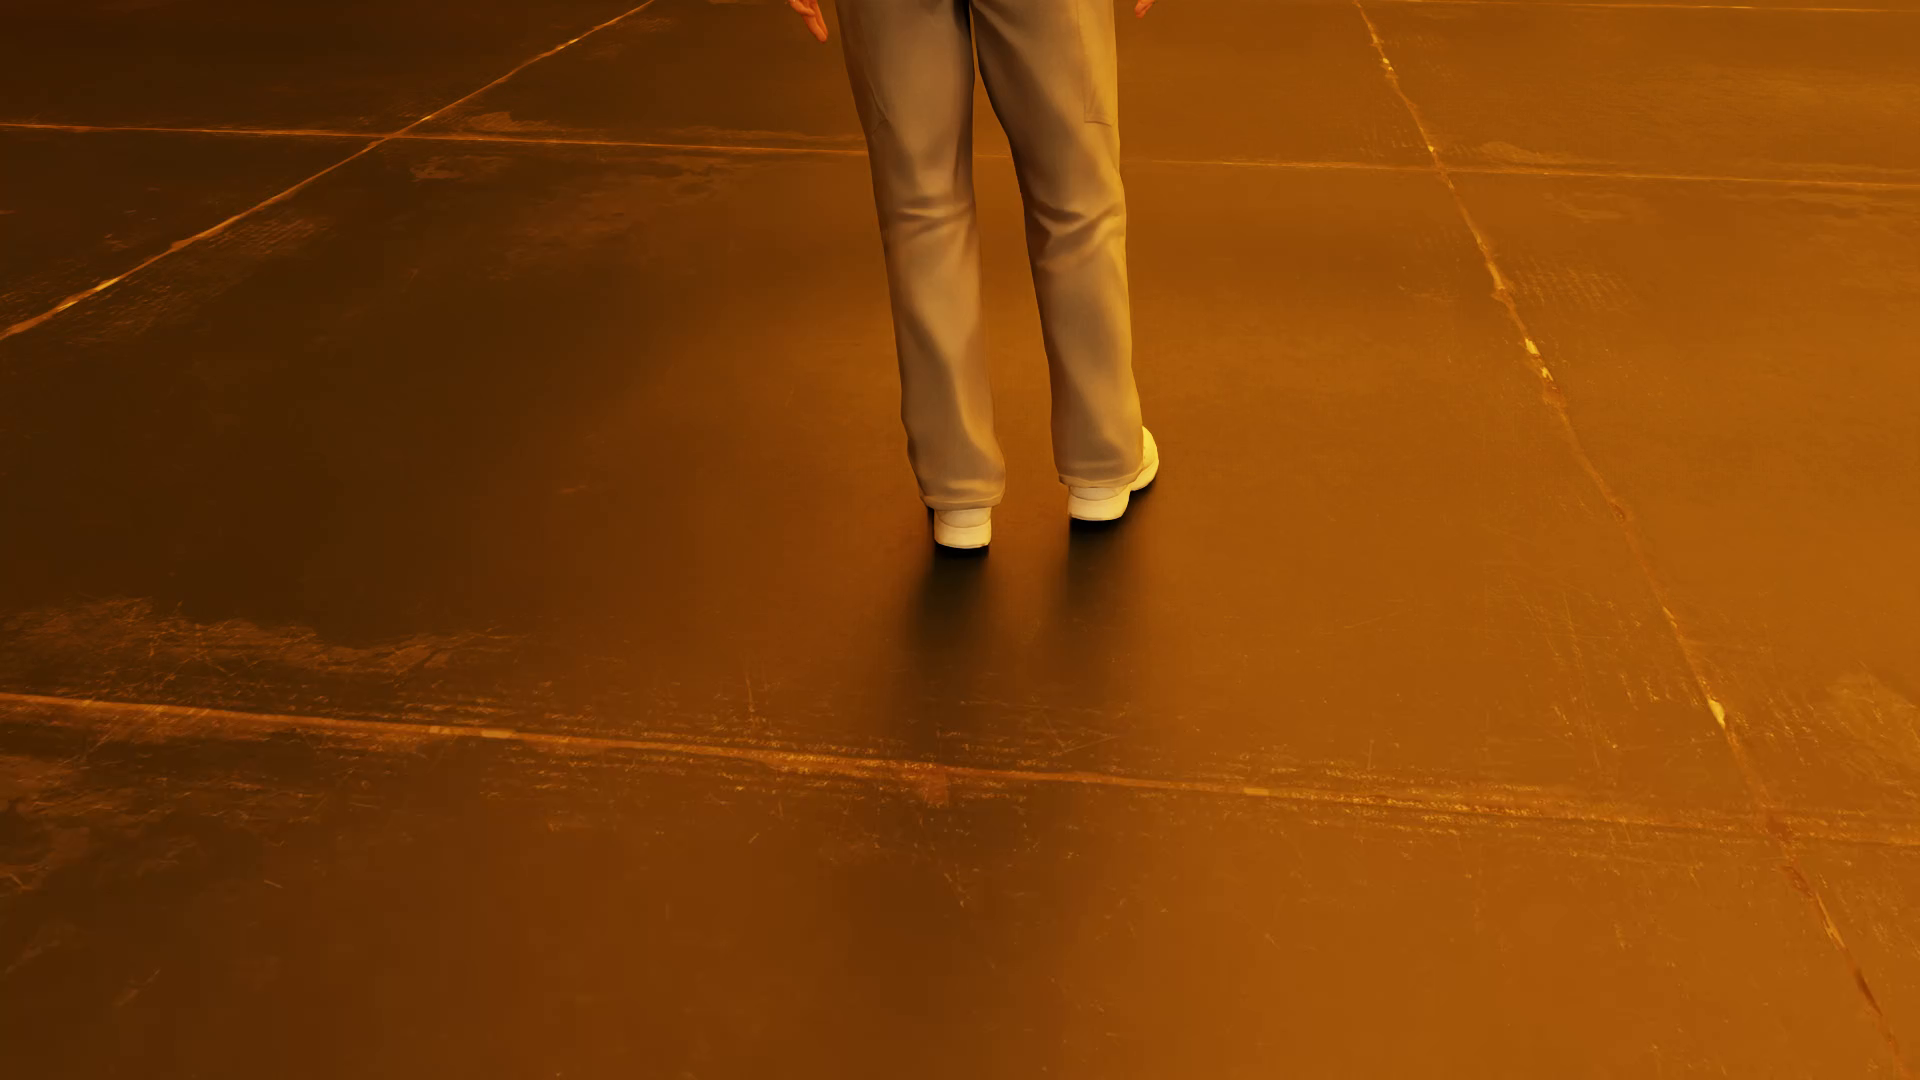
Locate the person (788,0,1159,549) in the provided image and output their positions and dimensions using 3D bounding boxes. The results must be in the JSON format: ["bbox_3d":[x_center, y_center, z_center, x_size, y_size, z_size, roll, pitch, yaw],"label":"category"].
[{"bbox_3d":[0.024,-0.788,2.187,0.549,1.673,0.548,3,27,7],"label":"person"}]
